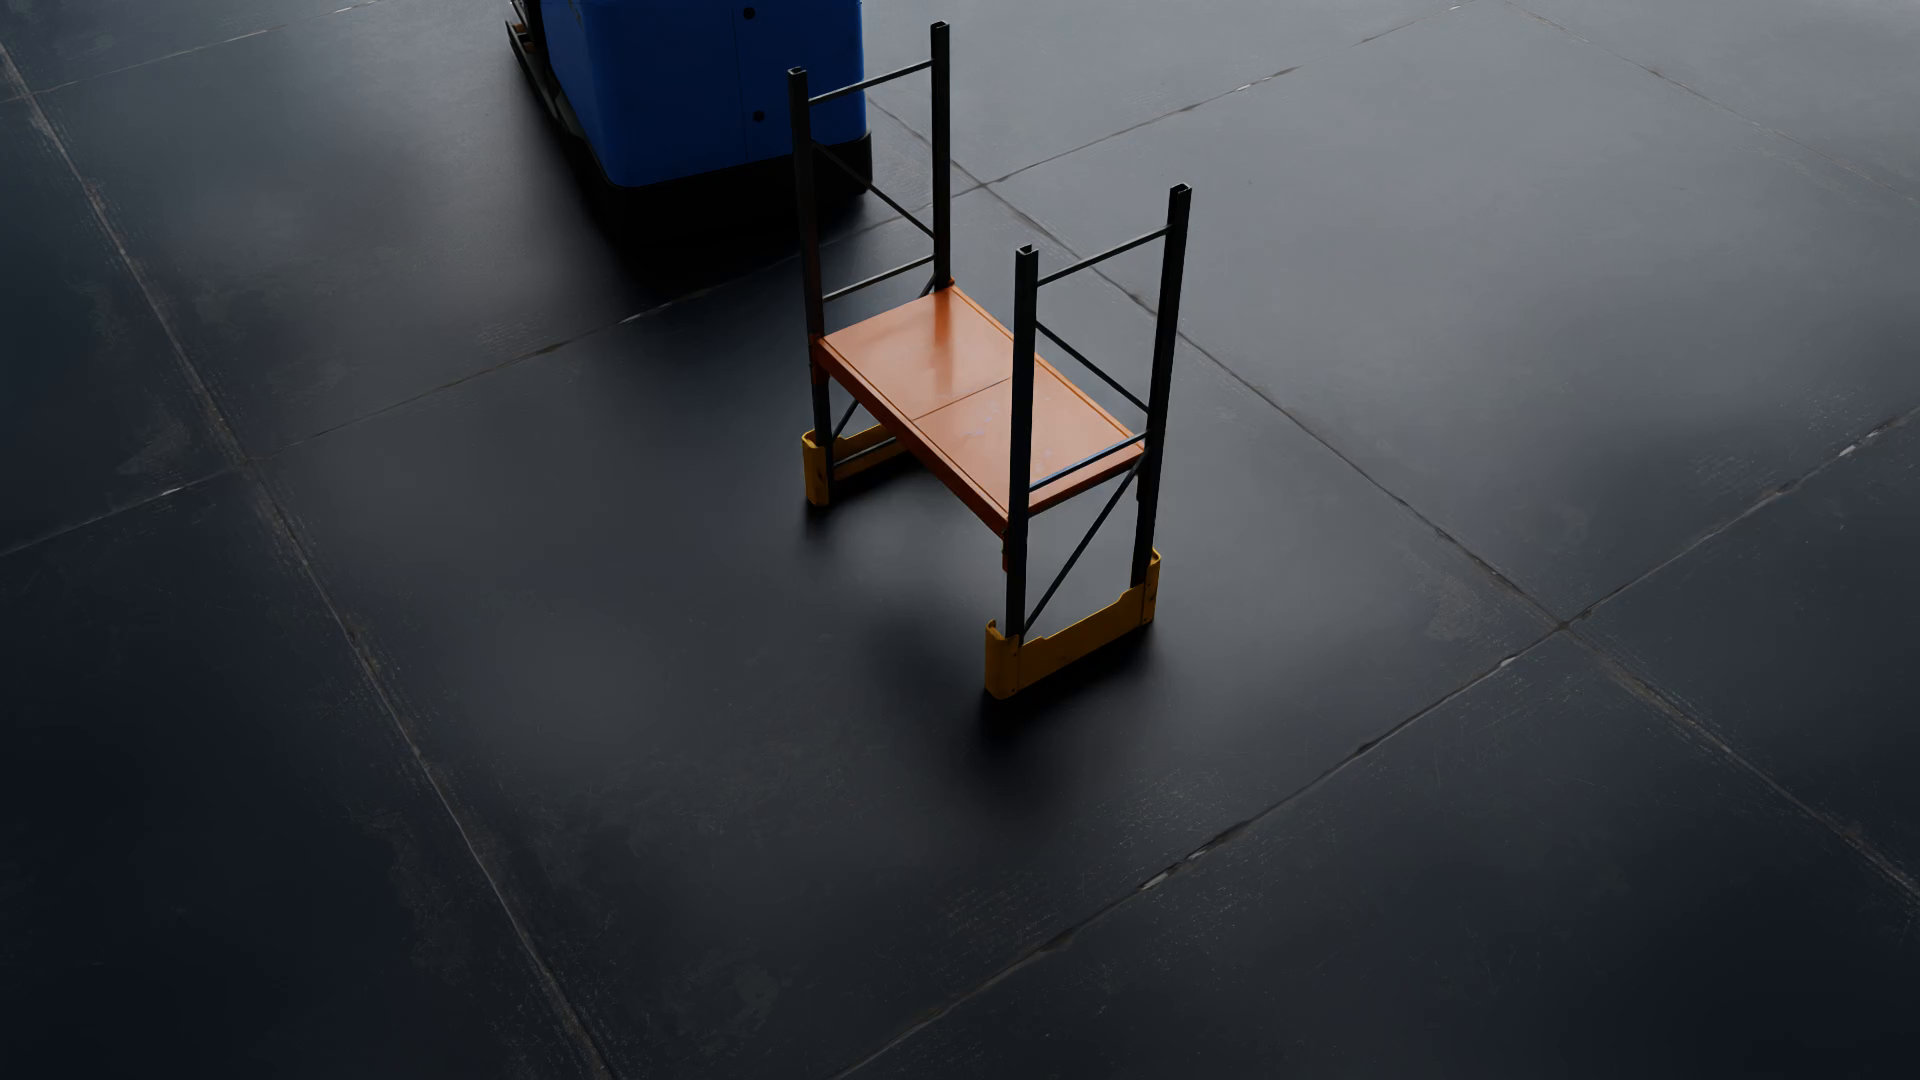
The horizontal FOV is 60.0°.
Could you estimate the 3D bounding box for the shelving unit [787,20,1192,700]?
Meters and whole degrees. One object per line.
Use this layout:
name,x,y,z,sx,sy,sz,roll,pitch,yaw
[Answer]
shelving unit,0.044,-0.499,4.687,0.587,1.500,1.083,-26,49,-24

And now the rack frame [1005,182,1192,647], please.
rack frame,0.340,-0.206,4.380,0.500,1.500,0.032,-26,49,-24

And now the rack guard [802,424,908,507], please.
rack guard,-0.241,-0.329,5.414,0.587,0.250,0.087,-26,49,-24

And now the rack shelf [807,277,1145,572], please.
rack shelf,0.049,-0.364,4.806,0.538,0.185,1.000,-26,49,-24

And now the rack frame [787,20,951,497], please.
rack frame,-0.242,-0.782,4.983,0.500,1.500,0.032,-26,49,-24

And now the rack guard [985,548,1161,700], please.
rack guard,0.329,0.235,4.823,0.587,0.250,0.087,-26,49,-24

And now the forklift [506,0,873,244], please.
forklift,-1.391,-3.213,6.493,1.130,2.935,3.031,-16,46,-16
